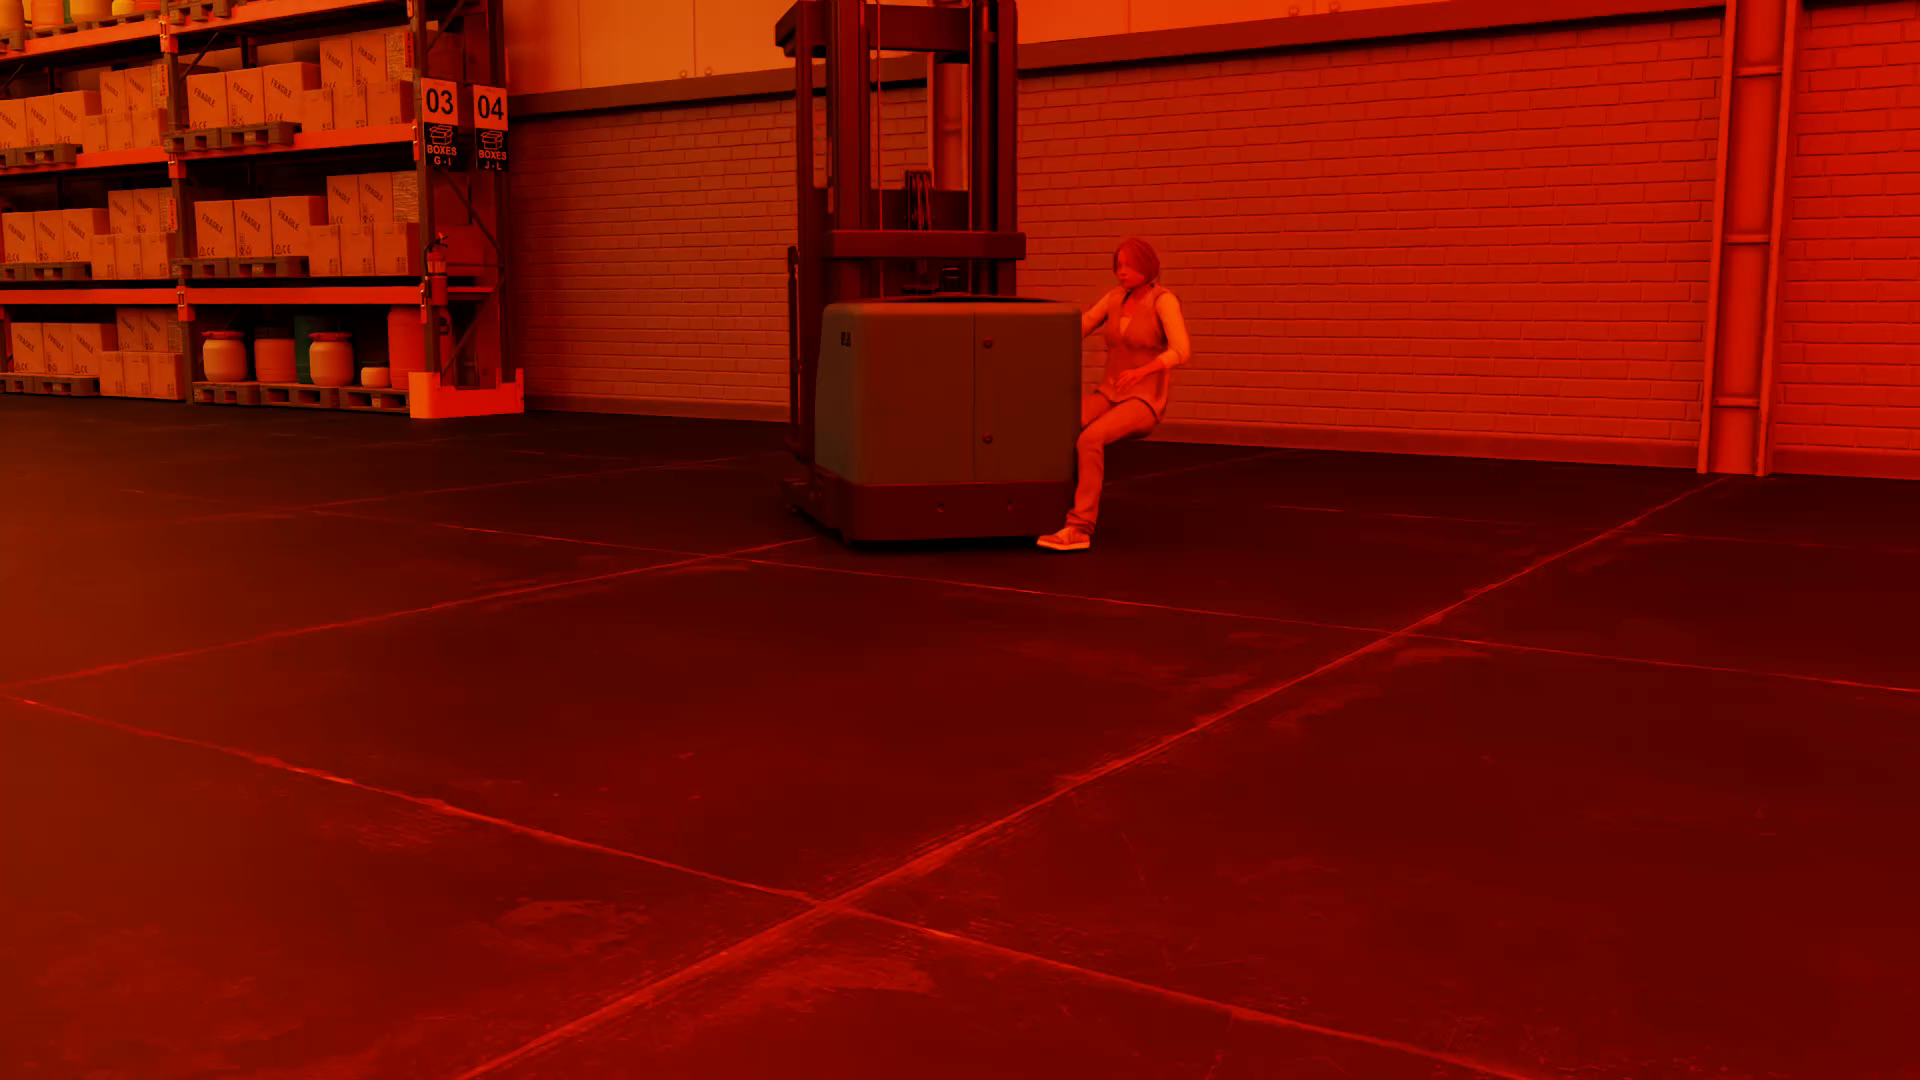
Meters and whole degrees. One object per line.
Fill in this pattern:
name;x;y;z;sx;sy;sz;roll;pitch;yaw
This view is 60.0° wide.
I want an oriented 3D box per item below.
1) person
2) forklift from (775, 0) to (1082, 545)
person;0.631;-0.631;7.332;0.679;1.394;0.760;6;10;36
forklift;-0.319;-1.596;8.418;1.130;2.935;3.031;-2;8;-15
